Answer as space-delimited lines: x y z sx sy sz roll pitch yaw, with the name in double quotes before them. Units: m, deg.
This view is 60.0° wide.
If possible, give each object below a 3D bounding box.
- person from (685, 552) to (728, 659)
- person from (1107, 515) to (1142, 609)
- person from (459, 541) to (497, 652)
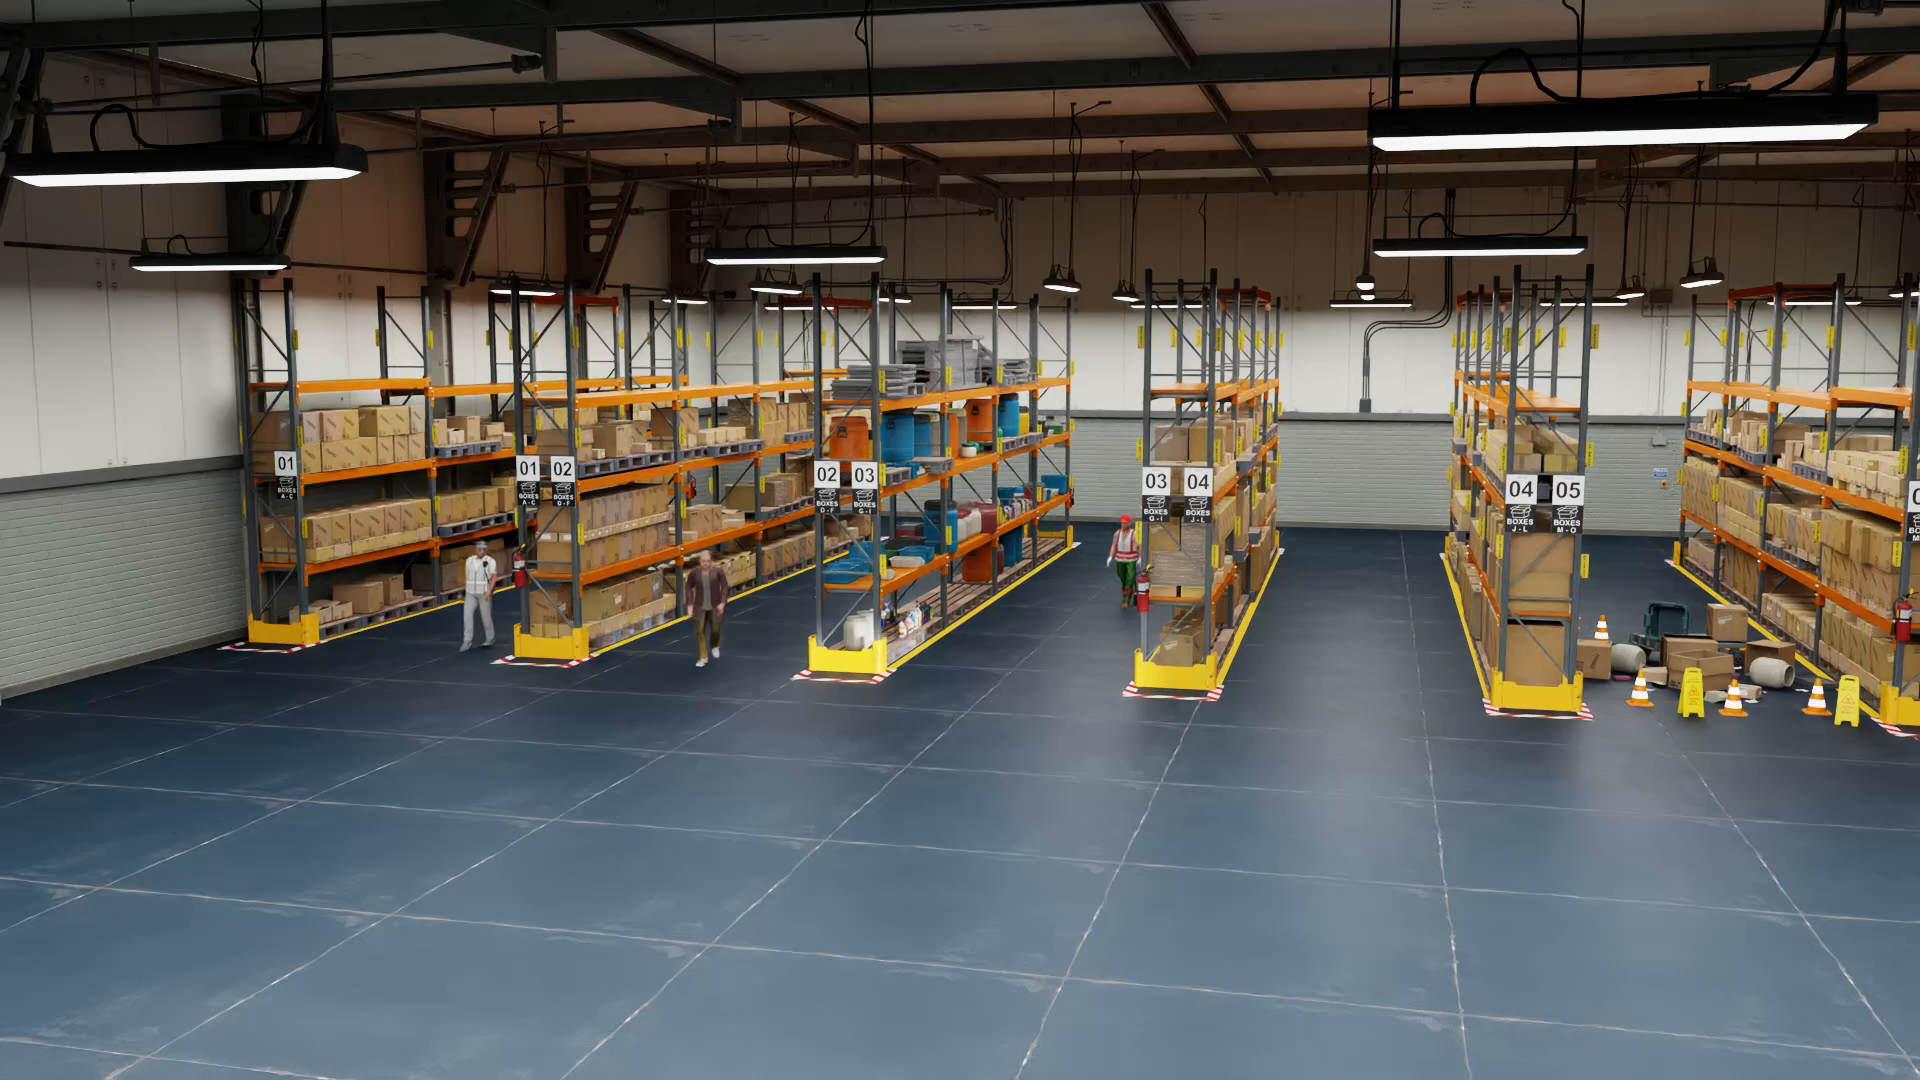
"person" -3.935 1.001 25.855 0.673 1.678 0.626 -1 7 -4
"person" 3.096 0.385 31.200 0.635 1.723 1.067 2 7 16
"person" -7.883 0.907 27.140 0.561 1.757 0.755 0 7 1
